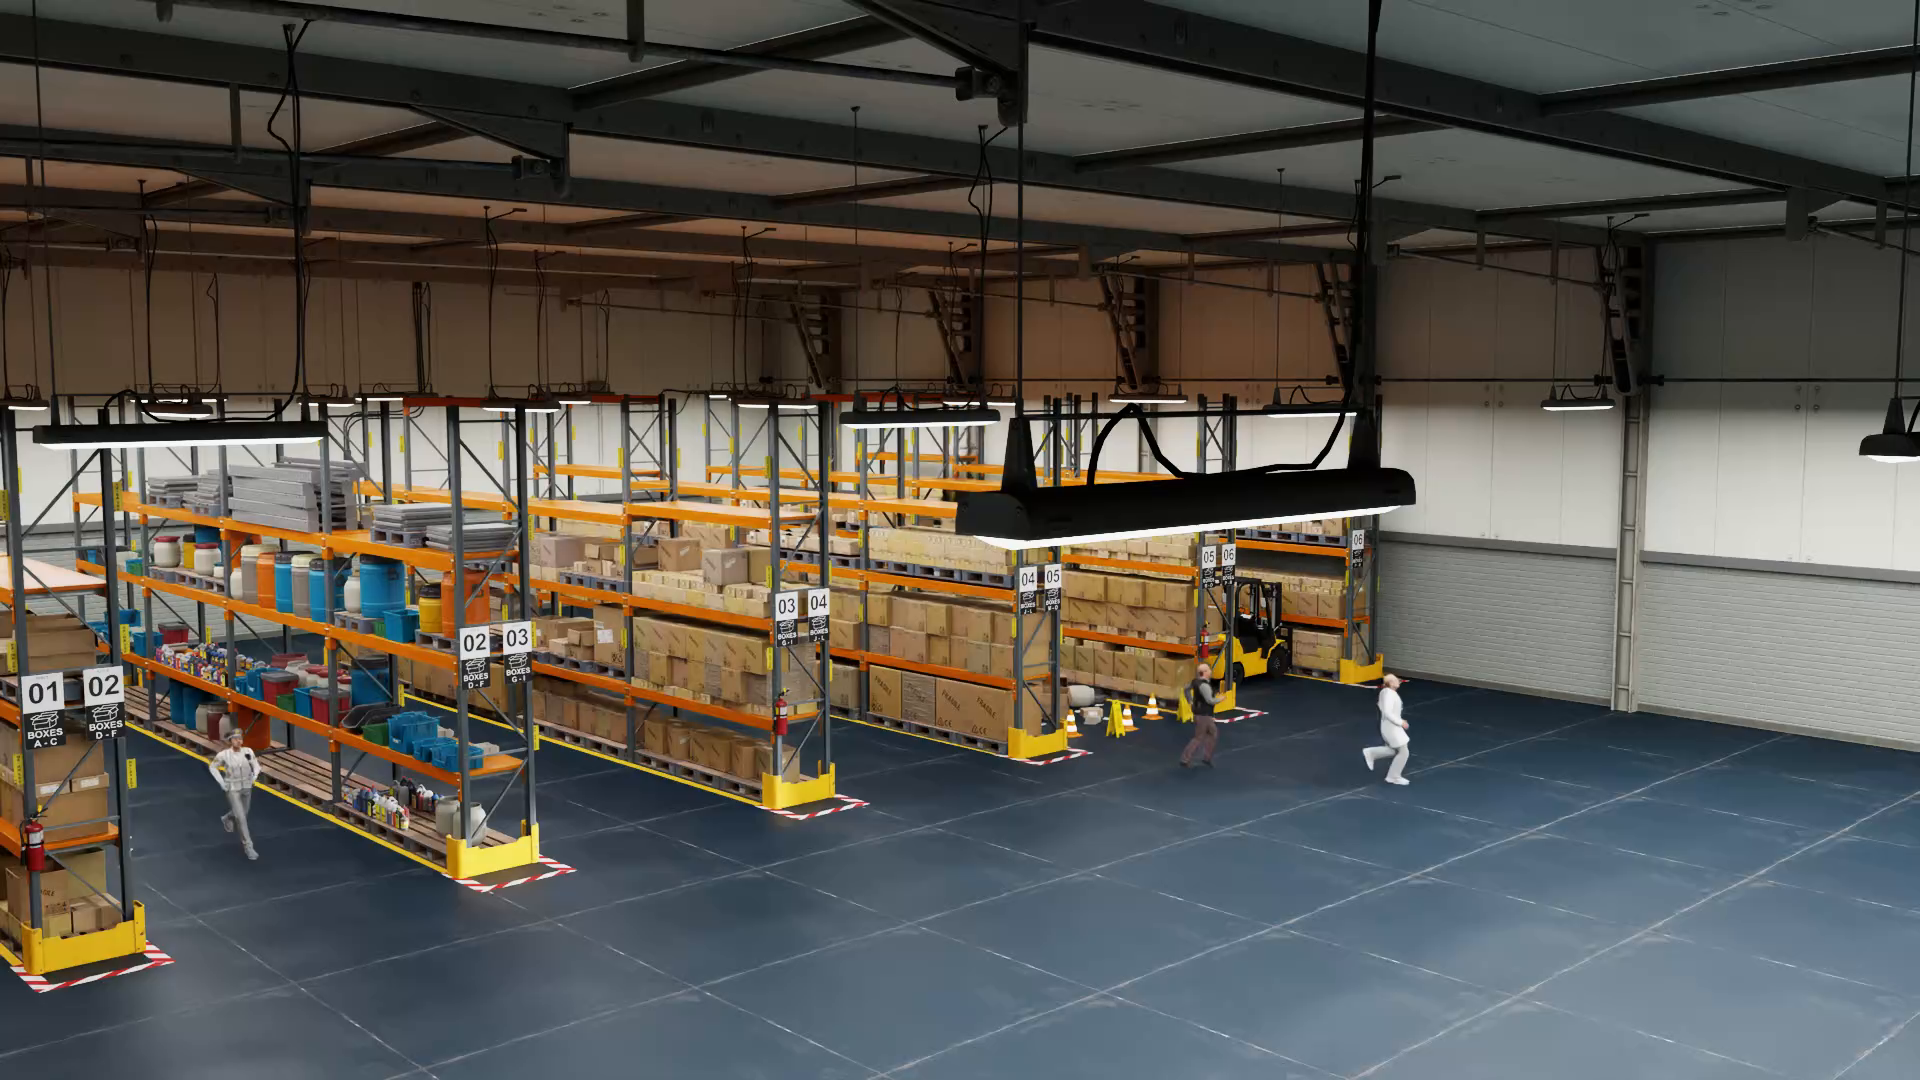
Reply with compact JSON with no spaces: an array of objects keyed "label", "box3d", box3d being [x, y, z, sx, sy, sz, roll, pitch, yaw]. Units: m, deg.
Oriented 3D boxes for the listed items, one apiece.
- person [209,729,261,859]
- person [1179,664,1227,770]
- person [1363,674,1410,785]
[{"label":"person","box3d":[-9.686,3.352,22.309,1.082,1.701,0.585,4,7,39]},{"label":"person","box3d":[3.920,2.885,26.844,0.768,1.794,0.657,0,6,-1]},{"label":"person","box3d":[6.699,3.060,26.072,0.713,1.538,0.742,0,6,5]}]
